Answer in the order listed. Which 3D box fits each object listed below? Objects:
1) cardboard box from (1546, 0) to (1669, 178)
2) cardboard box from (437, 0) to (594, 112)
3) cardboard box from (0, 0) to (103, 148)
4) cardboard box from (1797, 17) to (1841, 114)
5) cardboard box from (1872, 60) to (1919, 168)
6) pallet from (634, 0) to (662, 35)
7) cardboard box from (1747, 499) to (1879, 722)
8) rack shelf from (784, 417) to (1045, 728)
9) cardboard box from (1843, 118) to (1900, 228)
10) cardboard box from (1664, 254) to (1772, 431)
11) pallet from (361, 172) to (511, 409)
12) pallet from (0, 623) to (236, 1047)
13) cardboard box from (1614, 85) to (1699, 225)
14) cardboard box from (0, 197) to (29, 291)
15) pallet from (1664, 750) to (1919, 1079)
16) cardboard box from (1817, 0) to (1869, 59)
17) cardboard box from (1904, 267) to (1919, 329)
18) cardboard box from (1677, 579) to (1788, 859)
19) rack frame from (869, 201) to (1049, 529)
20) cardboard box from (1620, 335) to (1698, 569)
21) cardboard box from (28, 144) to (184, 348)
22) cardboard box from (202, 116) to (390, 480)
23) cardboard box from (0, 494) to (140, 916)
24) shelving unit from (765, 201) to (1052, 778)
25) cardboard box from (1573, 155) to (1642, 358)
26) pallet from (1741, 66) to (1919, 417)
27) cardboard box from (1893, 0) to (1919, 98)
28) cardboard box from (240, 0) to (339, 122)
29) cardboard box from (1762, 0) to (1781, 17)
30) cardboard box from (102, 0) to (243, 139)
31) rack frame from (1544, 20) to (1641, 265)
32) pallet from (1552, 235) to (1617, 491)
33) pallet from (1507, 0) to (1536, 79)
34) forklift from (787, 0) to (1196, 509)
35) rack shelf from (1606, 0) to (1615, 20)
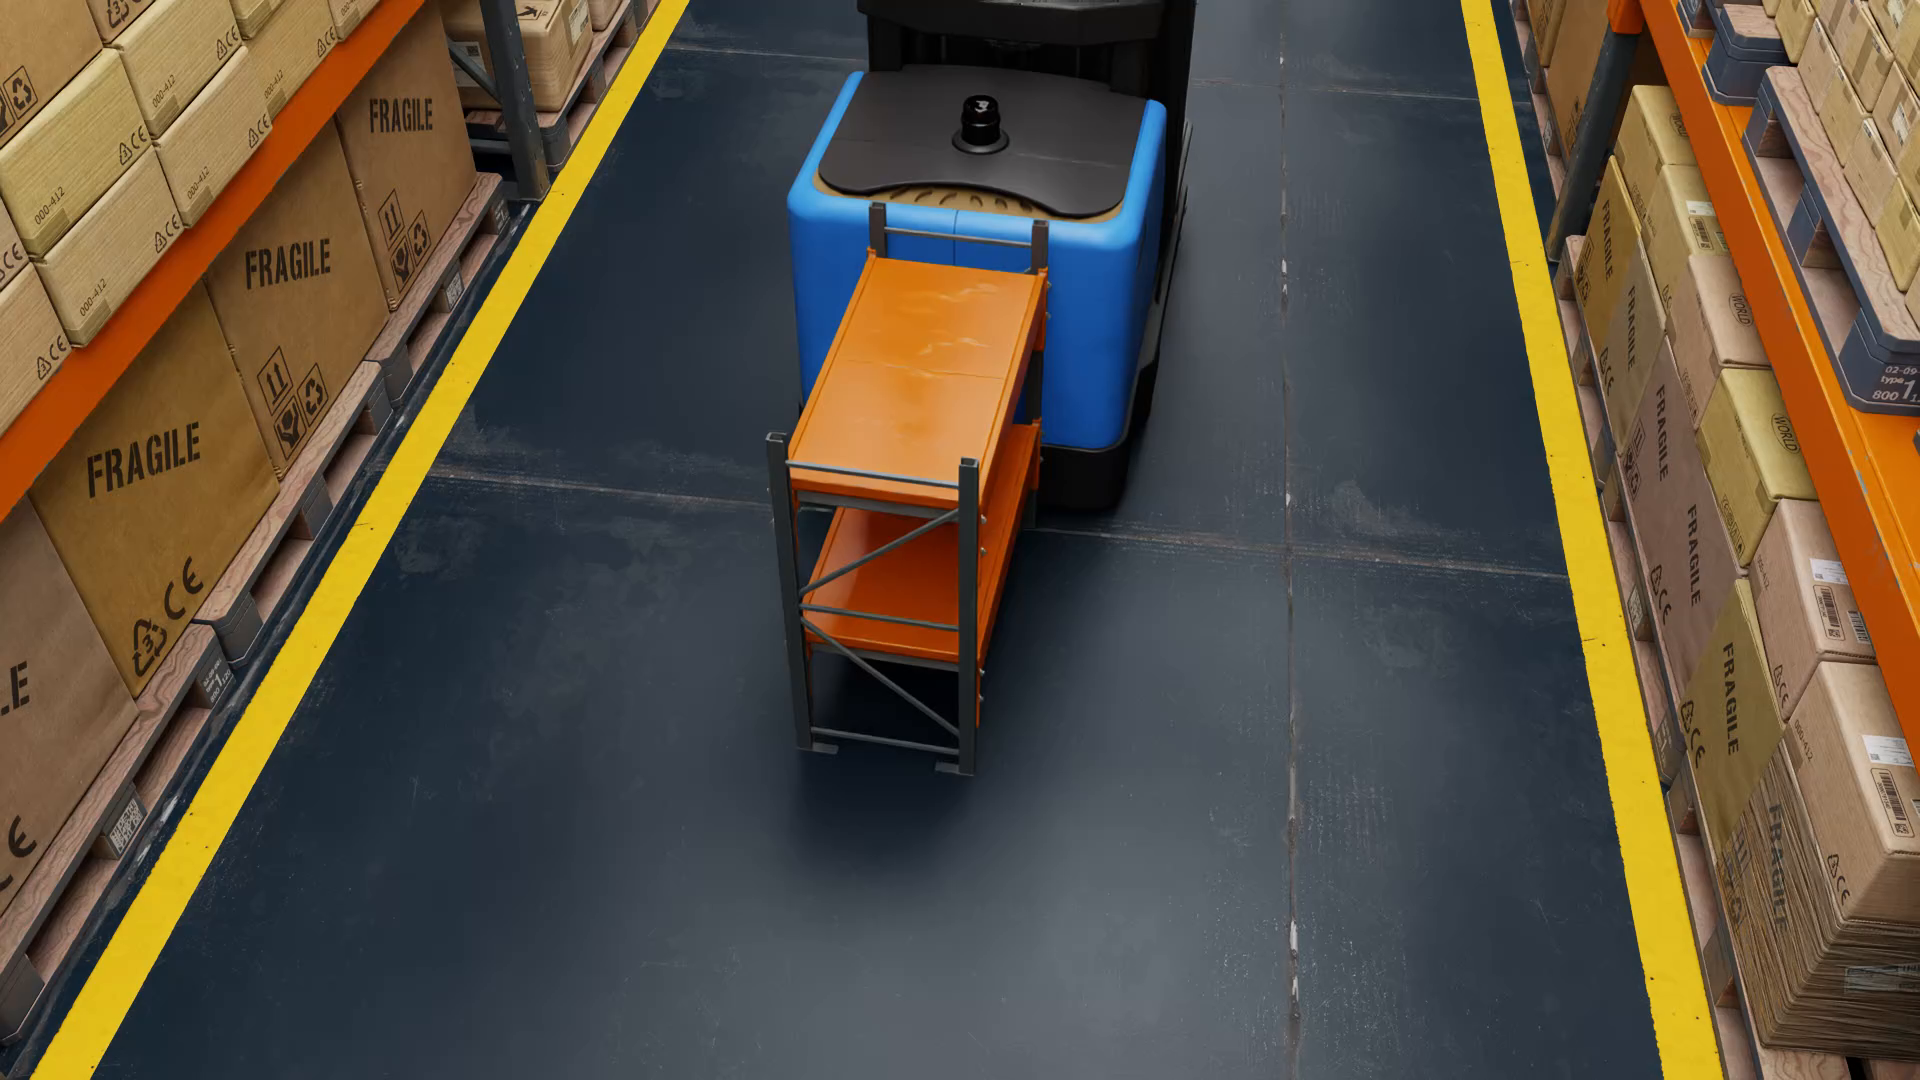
[{"bbox_3d":[2.925,-1.885,6.390,1.050,0.750,0.750,5,44,5],"label":"cardboard box"},{"bbox_3d":[-2.080,-2.106,6.898,0.950,0.372,0.625,3,43,3],"label":"cardboard box"},{"bbox_3d":[-2.242,-1.161,3.495,0.500,0.500,0.500,4,44,4],"label":"cardboard box"},{"bbox_3d":[2.358,-1.184,4.197,0.380,0.149,0.250,7,44,7],"label":"cardboard box"},{"bbox_3d":[2.292,-0.938,3.720,0.380,0.149,0.250,7,44,7],"label":"cardboard box"},{"bbox_3d":[-1.896,-2.872,8.130,1.003,0.211,1.213,5,44,6],"label":"pallet"},{"bbox_3d":[2.156,0.187,3.838,0.500,0.250,0.500,7,44,7],"label":"cardboard box"},{"bbox_3d":[-0.104,0.034,4.751,0.538,0.278,1.000,8,44,8],"label":"rack shelf"},{"bbox_3d":[2.287,-0.836,3.828,0.380,0.149,0.250,4,44,4],"label":"cardboard box"},{"bbox_3d":[2.279,-0.530,4.595,0.500,0.250,0.500,6,44,6],"label":"cardboard box"},{"bbox_3d":[-2.343,-0.980,6.132,1.003,0.211,1.213,5,44,6],"label":"pallet"},{"bbox_3d":[-2.666,0.683,4.376,1.003,0.211,1.213,5,44,6],"label":"pallet"},{"bbox_3d":[2.424,-1.211,5.315,0.500,0.250,0.500,3,44,4],"label":"cardboard box"},{"bbox_3d":[-2.315,-0.556,3.401,0.500,0.250,0.500,6,44,6],"label":"cardboard box"},{"bbox_3d":[2.328,1.066,3.971,1.003,0.211,1.213,5,44,6],"label":"pallet"},{"bbox_3d":[2.360,-1.291,4.093,0.380,0.149,0.250,5,44,6],"label":"cardboard box"},{"bbox_3d":[2.216,-0.474,3.446,0.380,0.149,0.250,4,44,4],"label":"cardboard box"},{"bbox_3d":[2.143,0.462,4.093,0.500,0.500,0.500,4,44,5],"label":"cardboard box"},{"bbox_3d":[-0.004,-0.486,4.945,0.500,1.125,0.032,8,44,8],"label":"rack frame"},{"bbox_3d":[2.283,-0.235,4.829,0.500,0.500,0.500,4,44,4],"label":"cardboard box"},{"bbox_3d":[-2.223,-0.719,3.937,0.500,0.250,0.500,5,44,5],"label":"cardboard box"},{"bbox_3d":[-2.460,-0.834,5.189,0.875,0.875,0.875,6,44,6],"label":"cardboard box"},{"bbox_3d":[-2.691,0.392,3.894,0.875,0.875,0.875,6,44,7],"label":"cardboard box"},{"bbox_3d":[-0.104,-0.143,4.583,0.538,1.125,1.048,8,44,8],"label":"shelving unit"},{"bbox_3d":[2.409,-0.928,5.561,0.500,0.500,0.500,4,44,4],"label":"cardboard box"},{"bbox_3d":[2.534,-0.720,3.968,1.003,0.211,1.213,5,44,6],"label":"pallet"},{"bbox_3d":[2.293,-1.057,3.629,0.380,0.149,0.250,5,44,5],"label":"cardboard box"},{"bbox_3d":[-2.109,-1.409,4.666,0.500,0.250,0.500,5,44,5],"label":"cardboard box"},{"bbox_3d":[2.425,-1.550,4.583,0.380,0.149,0.250,7,44,8],"label":"cardboard box"},{"bbox_3d":[-2.157,-1.243,4.126,0.500,0.250,0.500,4,44,4],"label":"cardboard box"},{"bbox_3d":[2.755,-2.142,5.331,1.000,3.000,0.127,5,44,6],"label":"rack frame"},{"bbox_3d":[2.651,-0.597,5.727,1.003,0.211,1.213,5,44,6],"label":"pallet"},{"bbox_3d":[3.098,-2.489,7.725,1.003,0.211,1.213,5,44,6],"label":"pallet"},{"bbox_3d":[0.279,-2.186,5.427,1.130,2.935,3.031,8,44,8],"label":"forklift"},{"bbox_3d":[3.020,-3.244,7.018,1.077,0.370,4.000,5,44,6],"label":"rack shelf"}]
